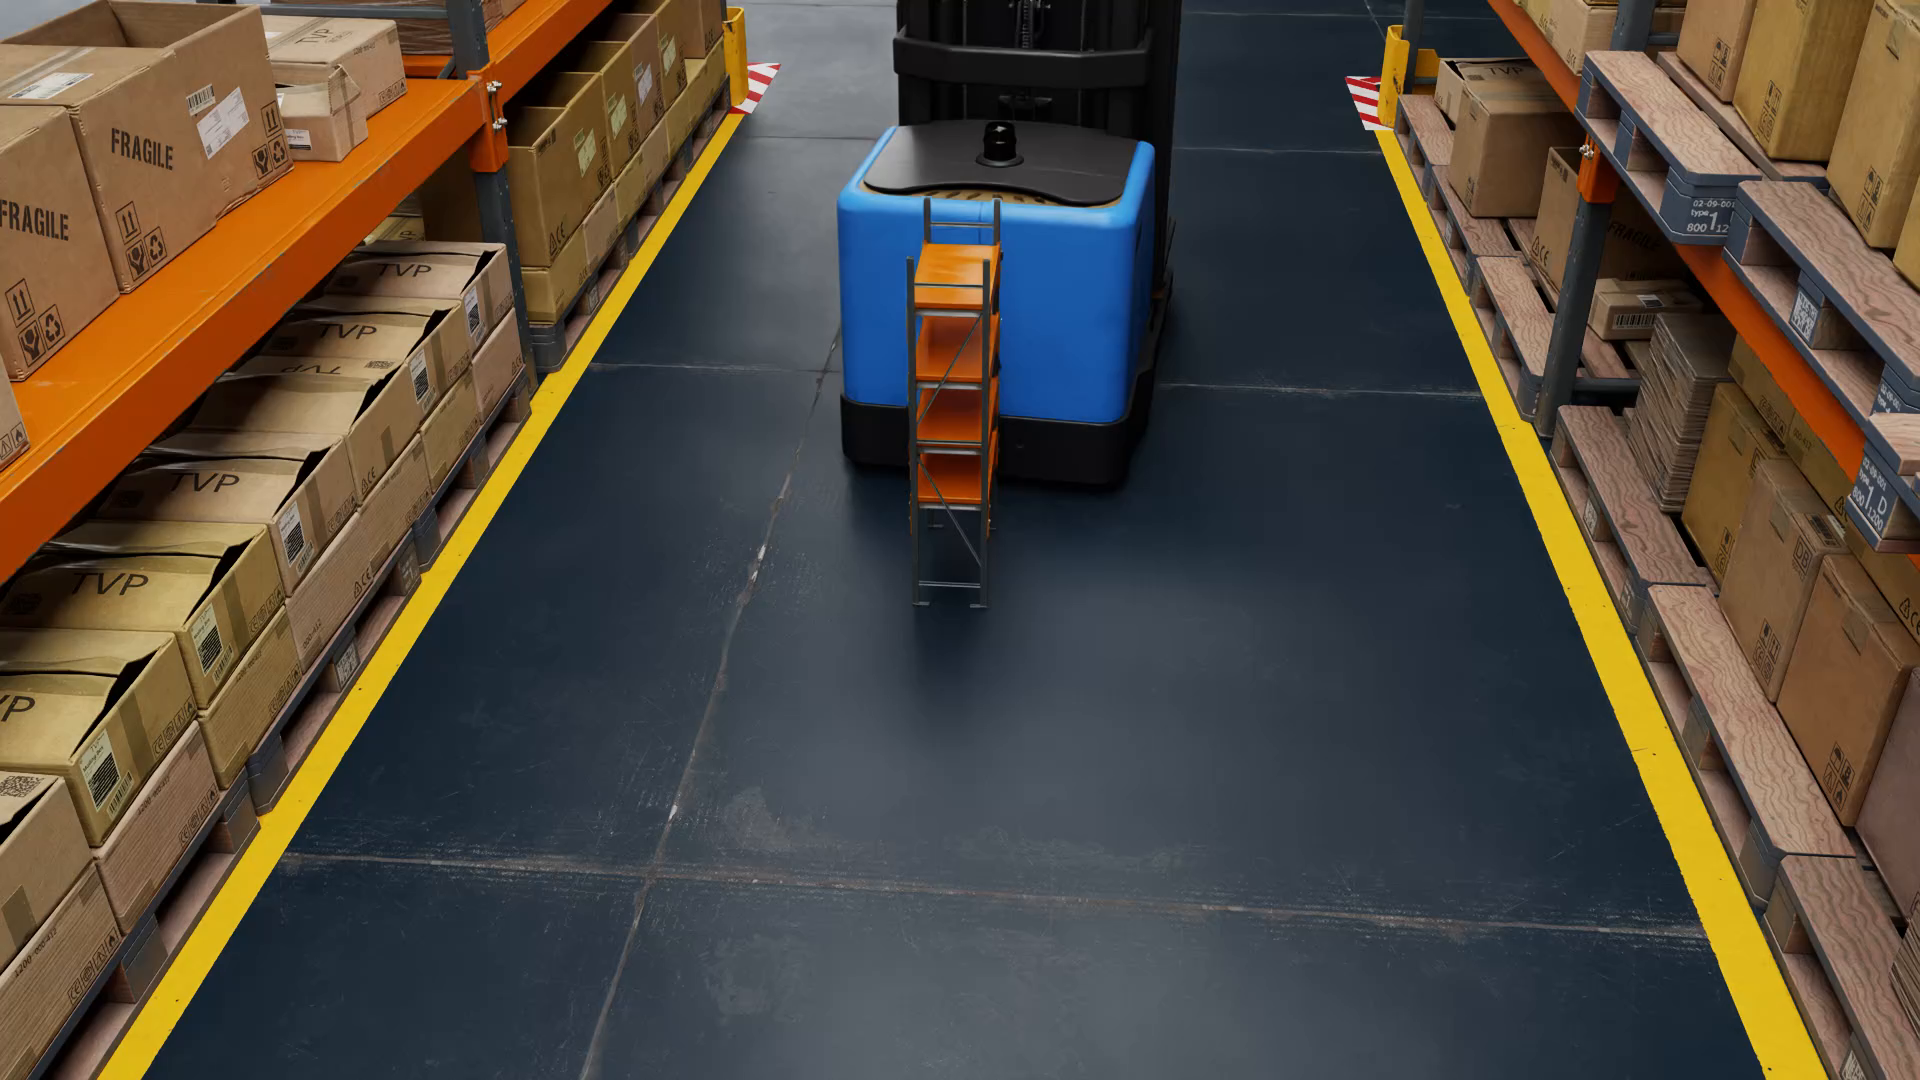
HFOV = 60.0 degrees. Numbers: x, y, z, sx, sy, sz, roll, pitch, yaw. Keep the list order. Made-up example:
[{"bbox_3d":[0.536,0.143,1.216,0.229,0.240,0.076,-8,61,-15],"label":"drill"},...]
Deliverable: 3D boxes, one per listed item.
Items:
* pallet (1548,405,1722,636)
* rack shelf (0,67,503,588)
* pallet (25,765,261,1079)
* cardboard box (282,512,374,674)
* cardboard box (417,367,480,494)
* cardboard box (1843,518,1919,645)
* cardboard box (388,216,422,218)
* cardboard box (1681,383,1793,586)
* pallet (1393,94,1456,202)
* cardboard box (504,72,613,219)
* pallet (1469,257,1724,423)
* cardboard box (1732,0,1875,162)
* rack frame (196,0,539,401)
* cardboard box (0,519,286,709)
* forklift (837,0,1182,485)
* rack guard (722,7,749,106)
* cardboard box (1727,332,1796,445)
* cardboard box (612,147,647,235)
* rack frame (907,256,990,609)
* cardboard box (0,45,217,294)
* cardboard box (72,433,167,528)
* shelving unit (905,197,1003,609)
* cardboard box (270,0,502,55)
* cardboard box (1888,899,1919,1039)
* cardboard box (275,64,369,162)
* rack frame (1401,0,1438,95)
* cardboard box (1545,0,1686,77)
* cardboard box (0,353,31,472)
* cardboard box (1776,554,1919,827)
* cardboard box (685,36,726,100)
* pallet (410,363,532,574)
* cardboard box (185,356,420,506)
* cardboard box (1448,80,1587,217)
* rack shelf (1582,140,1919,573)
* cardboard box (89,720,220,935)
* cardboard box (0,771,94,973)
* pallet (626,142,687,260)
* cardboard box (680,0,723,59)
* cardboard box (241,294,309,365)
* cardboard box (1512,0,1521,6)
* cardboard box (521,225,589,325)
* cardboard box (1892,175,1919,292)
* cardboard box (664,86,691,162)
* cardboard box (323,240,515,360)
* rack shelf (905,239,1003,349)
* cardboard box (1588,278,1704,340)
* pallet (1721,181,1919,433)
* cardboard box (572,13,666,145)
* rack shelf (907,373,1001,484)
[{"bbox_3d":[2.663,-0.079,5.677,1.003,0.211,1.213,2,32,4],"label":"pallet"},{"bbox_3d":[-2.375,-0.531,4.438,1.077,0.370,4.000,2,32,4],"label":"rack shelf"},{"bbox_3d":[-2.432,0.967,3.980,1.003,0.211,1.213,2,32,4],"label":"pallet"},{"bbox_3d":[-2.084,0.136,4.891,0.500,0.250,0.500,3,32,5],"label":"cardboard box"},{"bbox_3d":[-2.000,-0.398,5.757,0.500,0.250,0.500,2,32,3],"label":"cardboard box"},{"bbox_3d":[2.552,0.033,4.087,0.500,0.250,0.500,2,32,4],"label":"cardboard box"},{"bbox_3d":[-2.342,-1.404,7.390,0.500,0.250,0.500,2,32,4],"label":"cardboard box"},{"bbox_3d":[2.690,-0.139,5.079,0.700,0.500,0.500,2,32,3],"label":"cardboard box"},{"bbox_3d":[2.943,-2.115,8.981,1.003,0.211,1.213,2,32,4],"label":"pallet"},{"bbox_3d":[-1.830,-1.701,7.158,0.500,0.500,0.500,2,32,4],"label":"cardboard box"},{"bbox_3d":[2.744,-0.839,6.910,1.003,0.211,1.213,2,32,4],"label":"pallet"},{"bbox_3d":[2.597,-1.347,4.562,0.700,0.500,0.500,6,32,9],"label":"cardboard box"},{"bbox_3d":[-2.213,-1.883,5.947,1.000,3.000,0.127,2,32,4],"label":"rack frame"},{"bbox_3d":[-2.125,0.159,4.320,0.500,0.311,0.500,2,32,3],"label":"cardboard box"},{"bbox_3d":[0.345,-2.206,6.535,1.130,2.935,3.031,6,32,9],"label":"forklift"},{"bbox_3d":[-1.885,-2.923,10.017,1.175,0.500,0.348,2,32,4],"label":"rack guard"},{"bbox_3d":[2.649,-0.500,4.950,0.500,0.250,0.500,2,32,3],"label":"cardboard box"},{"bbox_3d":[-1.781,-1.643,7.778,0.500,0.250,0.500,2,32,4],"label":"cardboard box"},{"bbox_3d":[-0.033,-0.297,5.088,0.240,1.200,0.015,2,32,4],"label":"rack frame"},{"bbox_3d":[-2.375,-0.987,4.398,0.500,0.500,0.500,3,32,4],"label":"cardboard box"},{"bbox_3d":[-2.618,-0.121,4.773,0.500,0.311,0.500,3,32,5],"label":"cardboard box"},{"bbox_3d":[-0.013,-0.424,5.295,0.258,1.200,0.503,2,32,4],"label":"shelving unit"},{"bbox_3d":[-2.183,-2.158,6.297,0.700,0.500,0.500,2,32,3],"label":"cardboard box"},{"bbox_3d":[2.406,0.916,3.367,0.700,0.500,0.500,3,32,5],"label":"cardboard box"},{"bbox_3d":[-2.101,-1.358,5.223,0.396,0.266,0.258,2,32,3],"label":"cardboard box"},{"bbox_3d":[3.051,-3.765,9.000,1.000,3.000,0.127,2,32,4],"label":"rack frame"},{"bbox_3d":[2.461,-1.879,6.063,0.500,0.250,0.500,3,32,4],"label":"cardboard box"},{"bbox_3d":[-2.272,-0.213,3.321,0.500,0.311,0.500,2,32,3],"label":"cardboard box"},{"bbox_3d":[2.576,0.391,4.220,0.700,0.500,0.500,2,32,4],"label":"cardboard box"},{"bbox_3d":[-1.636,-2.690,9.476,0.500,0.250,0.500,2,32,4],"label":"cardboard box"},{"bbox_3d":[-2.234,-0.309,6.050,1.003,0.211,1.213,2,32,4],"label":"pallet"},{"bbox_3d":[-2.039,-0.373,5.182,0.500,0.311,0.500,2,32,4],"label":"cardboard box"},{"bbox_3d":[2.749,-1.851,7.857,0.700,0.500,0.500,1,32,1],"label":"cardboard box"},{"bbox_3d":[2.562,-0.321,4.098,1.077,0.370,4.000,2,32,4],"label":"rack shelf"},{"bbox_3d":[-2.163,0.676,4.014,0.500,0.250,0.500,2,32,3],"label":"cardboard box"},{"bbox_3d":[-2.203,0.700,3.441,0.500,0.311,0.500,3,32,6],"label":"cardboard box"},{"bbox_3d":[-2.009,-1.750,8.388,1.003,0.211,1.213,2,32,4],"label":"pallet"},{"bbox_3d":[-1.634,-3.009,9.279,0.500,0.500,0.500,2,32,4],"label":"cardboard box"},{"bbox_3d":[-2.541,-0.663,5.653,0.500,0.311,0.500,2,32,3],"label":"cardboard box"},{"bbox_3d":[2.536,-2.403,6.913,0.500,0.250,0.500,2,32,4],"label":"cardboard box"},{"bbox_3d":[-1.873,-1.121,6.930,0.500,0.250,0.500,2,32,4],"label":"cardboard box"},{"bbox_3d":[2.507,-0.710,3.529,0.700,0.500,0.500,2,32,4],"label":"cardboard box"},{"bbox_3d":[-1.704,-2.166,8.627,0.500,0.250,0.500,2,32,4],"label":"cardboard box"},{"bbox_3d":[-1.960,-0.906,6.047,0.500,0.311,0.500,2,32,4],"label":"cardboard box"},{"bbox_3d":[-0.013,-0.759,5.089,0.258,0.148,0.480,2,32,4],"label":"rack shelf"},{"bbox_3d":[2.739,-0.936,6.690,0.380,0.166,0.250,-2,32,-2],"label":"cardboard box"},{"bbox_3d":[2.520,-0.537,3.945,1.003,0.211,1.213,2,32,4],"label":"pallet"},{"bbox_3d":[-1.743,-2.224,8.006,0.500,0.500,0.500,2,32,4],"label":"cardboard box"},{"bbox_3d":[-0.013,-0.367,5.330,0.258,0.148,0.480,2,32,4],"label":"rack shelf"}]
